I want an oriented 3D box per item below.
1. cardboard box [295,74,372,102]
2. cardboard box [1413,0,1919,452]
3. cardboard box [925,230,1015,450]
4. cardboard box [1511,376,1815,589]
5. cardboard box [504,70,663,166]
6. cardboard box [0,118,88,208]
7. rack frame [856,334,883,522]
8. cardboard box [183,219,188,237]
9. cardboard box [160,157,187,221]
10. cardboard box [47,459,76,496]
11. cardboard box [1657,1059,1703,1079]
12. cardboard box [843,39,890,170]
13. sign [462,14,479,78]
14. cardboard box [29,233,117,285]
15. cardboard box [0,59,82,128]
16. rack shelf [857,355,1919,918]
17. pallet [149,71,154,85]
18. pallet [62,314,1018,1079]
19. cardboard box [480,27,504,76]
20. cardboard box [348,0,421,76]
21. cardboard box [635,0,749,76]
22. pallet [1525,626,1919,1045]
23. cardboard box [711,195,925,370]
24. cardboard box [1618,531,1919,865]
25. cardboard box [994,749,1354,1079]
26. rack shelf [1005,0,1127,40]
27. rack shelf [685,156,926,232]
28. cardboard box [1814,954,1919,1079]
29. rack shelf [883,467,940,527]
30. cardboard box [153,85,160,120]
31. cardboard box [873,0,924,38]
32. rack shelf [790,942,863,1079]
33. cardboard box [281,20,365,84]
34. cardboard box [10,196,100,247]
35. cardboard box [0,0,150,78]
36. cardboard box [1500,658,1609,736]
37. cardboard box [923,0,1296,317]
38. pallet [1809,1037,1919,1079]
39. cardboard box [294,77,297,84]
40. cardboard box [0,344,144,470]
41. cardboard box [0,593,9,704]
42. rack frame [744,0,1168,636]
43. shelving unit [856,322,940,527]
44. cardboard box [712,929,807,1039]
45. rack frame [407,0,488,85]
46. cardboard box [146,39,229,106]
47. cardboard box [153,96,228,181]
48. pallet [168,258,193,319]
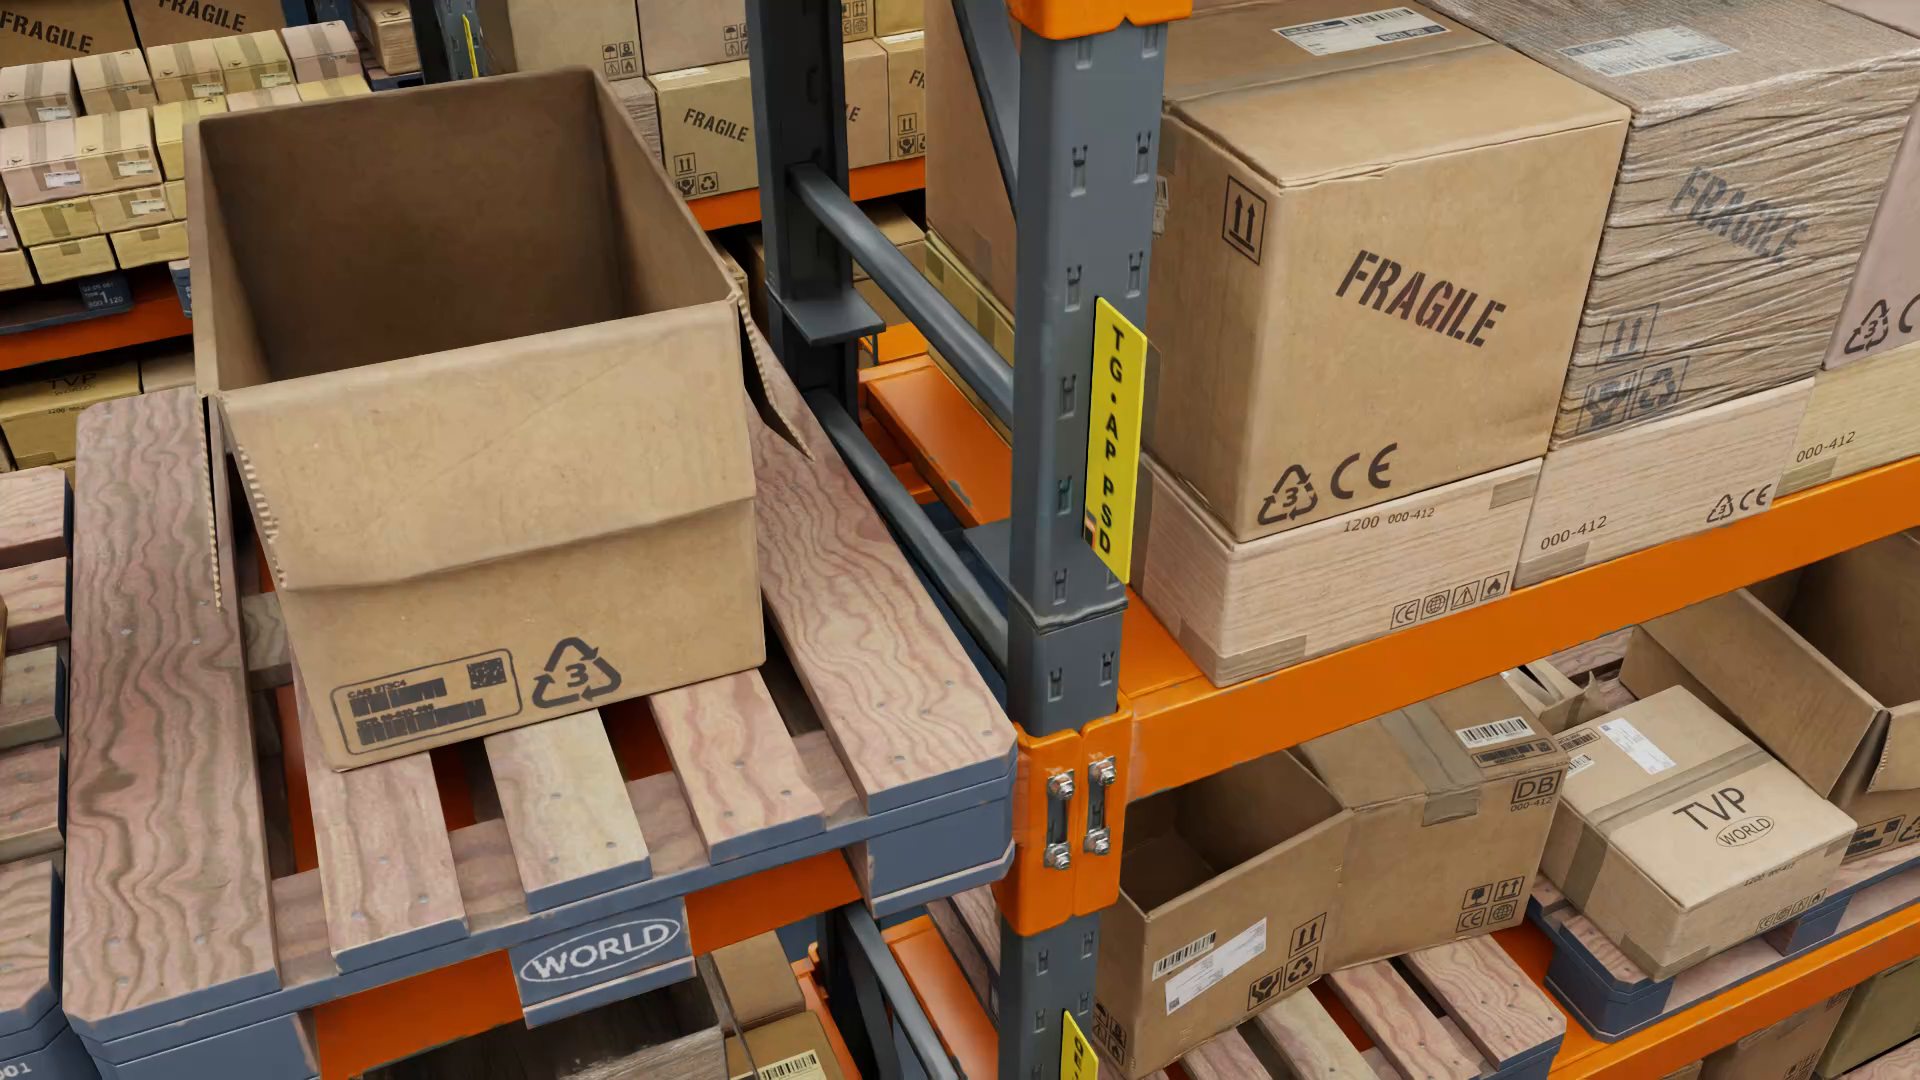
[{"bbox_3d":[-2.322,-1.598,6.246,0.250,0.149,0.380,-17,40,-22],"label":"cardboard box"},{"bbox_3d":[0.938,-0.515,2.405,0.500,0.500,0.500,-15,39,-20],"label":"cardboard box"},{"bbox_3d":[0.269,-0.359,2.825,0.500,0.250,0.500,-16,39,-20],"label":"cardboard box"},{"bbox_3d":[0.941,-0.218,2.634,0.500,0.250,0.500,-15,39,-19],"label":"cardboard box"},{"bbox_3d":[-1.552,-1.671,6.901,0.500,0.500,0.500,-15,39,-19],"label":"cardboard box"},{"bbox_3d":[-3.249,-1.342,5.900,0.250,0.149,0.380,-16,39,-20],"label":"cardboard box"},{"bbox_3d":[-0.371,-0.378,6.753,0.015,1.200,0.240,-16,39,-20],"label":"rack frame"},{"bbox_3d":[-2.783,-1.230,6.249,0.250,0.149,0.380,-15,39,-19],"label":"cardboard box"},{"bbox_3d":[-2.805,-1.343,6.151,0.250,0.149,0.380,-15,39,-19],"label":"cardboard box"},{"bbox_3d":[-3.501,-0.248,6.812,0.500,0.500,0.500,-17,40,-22],"label":"cardboard box"},{"bbox_3d":[1.548,1.390,4.587,0.500,0.500,0.700,-12,38,-16],"label":"cardboard box"},{"bbox_3d":[-0.636,-1.929,7.248,0.500,0.500,0.500,-16,39,-20],"label":"cardboard box"},{"bbox_3d":[-1.834,-1.806,6.261,0.005,0.325,0.100,-16,39,-20],"label":"sign"},{"bbox_3d":[-3.253,-1.100,6.074,0.250,0.149,0.380,-17,40,-22],"label":"cardboard box"},{"bbox_3d":[-3.524,-1.692,6.372,0.250,0.149,0.380,-14,39,-18],"label":"cardboard box"},{"bbox_3d":[1.753,-0.384,3.336,4.000,0.370,1.077,-16,39,-20],"label":"rack shelf"},{"bbox_3d":[-5.014,-3.028,11.155,1.213,0.211,1.003,-16,39,-20],"label":"pallet"},{"bbox_3d":[-0.618,0.100,2.237,1.003,0.211,1.213,-14,39,-18],"label":"pallet"},{"bbox_3d":[-1.780,-1.962,7.293,0.500,0.500,0.500,-16,39,-20],"label":"cardboard box"},{"bbox_3d":[-3.752,-3.557,11.382,0.625,0.372,0.950,-18,40,-23],"label":"cardboard box"},{"bbox_3d":[-1.205,-2.341,6.966,0.500,0.500,0.700,-16,40,-21],"label":"cardboard box"},{"bbox_3d":[1.717,0.592,4.096,1.213,0.211,1.003,-16,39,-20],"label":"pallet"},{"bbox_3d":[-0.694,-1.257,7.962,0.750,0.750,1.050,-15,39,-19],"label":"cardboard box"},{"bbox_3d":[2.034,0.304,3.883,0.637,0.503,0.797,-12,38,-15],"label":"cardboard box"},{"bbox_3d":[0.414,0.671,3.392,0.500,0.500,0.500,-21,41,-25],"label":"cardboard box"},{"bbox_3d":[-1.868,-0.416,1.197,4.000,0.370,1.077,-16,39,-20],"label":"rack shelf"},{"bbox_3d":[-0.263,-1.880,7.871,4.000,0.370,1.077,-16,39,-20],"label":"rack shelf"},{"bbox_3d":[2.559,1.107,4.969,0.500,0.500,0.700,-16,39,-20],"label":"cardboard box"},{"bbox_3d":[-0.150,-0.226,6.994,0.480,0.148,0.258,-16,39,-20],"label":"rack shelf"},{"bbox_3d":[-3.081,-1.697,6.628,0.250,0.149,0.380,-17,40,-21],"label":"cardboard box"},{"bbox_3d":[-0.279,-2.602,7.317,0.500,0.500,0.700,-16,39,-20],"label":"cardboard box"},{"bbox_3d":[-1.868,1.833,2.865,4.000,0.370,1.077,-16,39,-20],"label":"rack shelf"},{"bbox_3d":[-2.578,-1.956,6.728,0.250,0.149,0.380,-16,39,-20],"label":"cardboard box"},{"bbox_3d":[-3.258,-1.218,5.983,0.250,0.149,0.380,-16,39,-20],"label":"cardboard box"},{"bbox_3d":[-5.738,-3.268,10.570,0.875,0.875,0.875,-15,39,-19],"label":"cardboard box"},{"bbox_3d":[1.337,0.355,4.013,0.258,0.266,0.396,-17,40,-21],"label":"cardboard box"},{"bbox_3d":[0.268,-0.664,2.605,0.500,0.500,0.500,-15,39,-19],"label":"cardboard box"},{"bbox_3d":[2.859,1.343,5.262,1.213,0.211,1.003,-16,39,-20],"label":"pallet"},{"bbox_3d":[-2.596,-1.836,6.816,0.250,0.149,0.380,-14,39,-18],"label":"cardboard box"},{"bbox_3d":[-3.500,-0.560,6.604,0.500,0.250,0.500,-15,39,-19],"label":"cardboard box"},{"bbox_3d":[-1.323,0.083,1.665,0.500,0.500,0.500,-14,39,-18],"label":"cardboard box"},{"bbox_3d":[-0.057,-1.372,1.546,0.127,3.000,1.000,-16,39,-20],"label":"rack frame"},{"bbox_3d":[-0.150,-0.440,6.836,0.503,1.200,0.258,-16,39,-20],"label":"shelving unit"},{"bbox_3d":[-0.613,0.974,3.335,0.500,0.500,0.500,-14,39,-19],"label":"cardboard box"},{"bbox_3d":[-2.073,-1.663,6.974,0.127,3.000,1.000,-16,39,-20],"label":"rack frame"},{"bbox_3d":[-3.040,-1.828,6.555,0.250,0.149,0.380,-16,39,-20],"label":"cardboard box"},{"bbox_3d":[-2.788,-1.469,6.072,0.250,0.149,0.380,-14,39,-19],"label":"cardboard box"},{"bbox_3d":[-2.673,-1.348,6.710,1.003,0.211,1.213,-16,39,-20],"label":"pallet"}]
